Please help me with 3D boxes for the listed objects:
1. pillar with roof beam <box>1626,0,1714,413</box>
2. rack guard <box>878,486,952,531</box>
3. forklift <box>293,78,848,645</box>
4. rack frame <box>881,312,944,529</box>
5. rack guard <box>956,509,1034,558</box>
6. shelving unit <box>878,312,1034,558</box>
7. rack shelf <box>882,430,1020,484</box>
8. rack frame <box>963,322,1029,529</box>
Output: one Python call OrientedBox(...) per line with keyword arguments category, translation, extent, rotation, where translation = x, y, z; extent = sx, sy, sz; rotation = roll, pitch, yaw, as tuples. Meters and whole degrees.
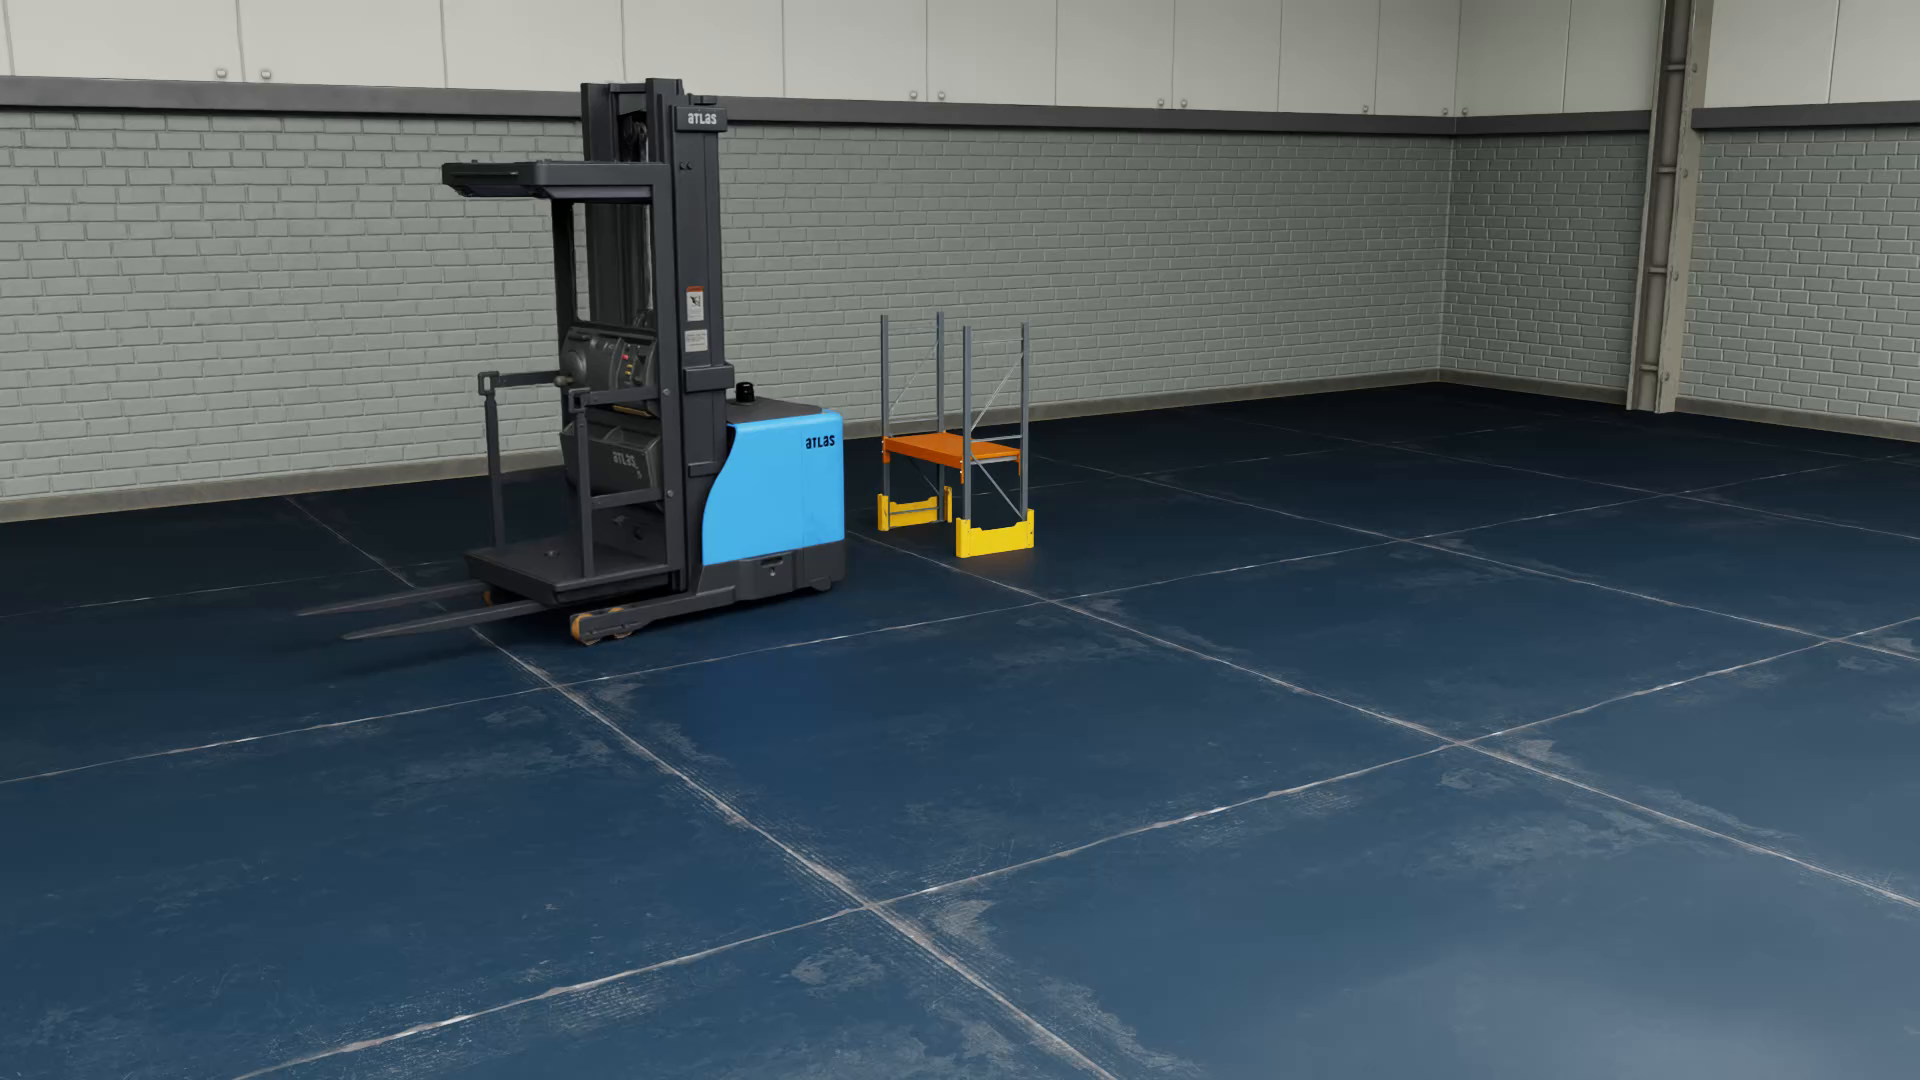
OrientedBox(category="pillar with roof beam", translation=(3.757, -5.267, 14.382), extent=(9.100, 9.000, 0.400), rotation=(-8, 15, -33))
OrientedBox(category="rack guard", translation=(-0.318, -0.224, 11.802), extent=(0.587, 0.250, 0.087), rotation=(-8, 15, -33))
OrientedBox(category="forklift", translation=(-2.104, -1.001, 9.079), extent=(3.031, 2.935, 1.130), rotation=(-11, 16, -41))
OrientedBox(category="rack frame", translation=(-0.329, -0.838, 11.684), extent=(0.500, 1.500, 0.032), rotation=(-8, 15, -33))
OrientedBox(category="rack guard", translation=(0.234, -0.047, 10.992), extent=(0.587, 0.250, 0.087), rotation=(-8, 15, -33))
OrientedBox(category="shelving unit", translation=(-0.042, -0.746, 11.264), extent=(0.587, 1.500, 1.083), rotation=(-8, 15, -33))
OrientedBox(category="rack shelf", translation=(-0.047, -0.572, 11.309), extent=(0.538, 0.185, 1.000), rotation=(-8, 15, -33))
OrientedBox(category="rack frame", translation=(0.234, -0.657, 10.857), extent=(0.500, 1.500, 0.032), rotation=(-8, 15, -33))
